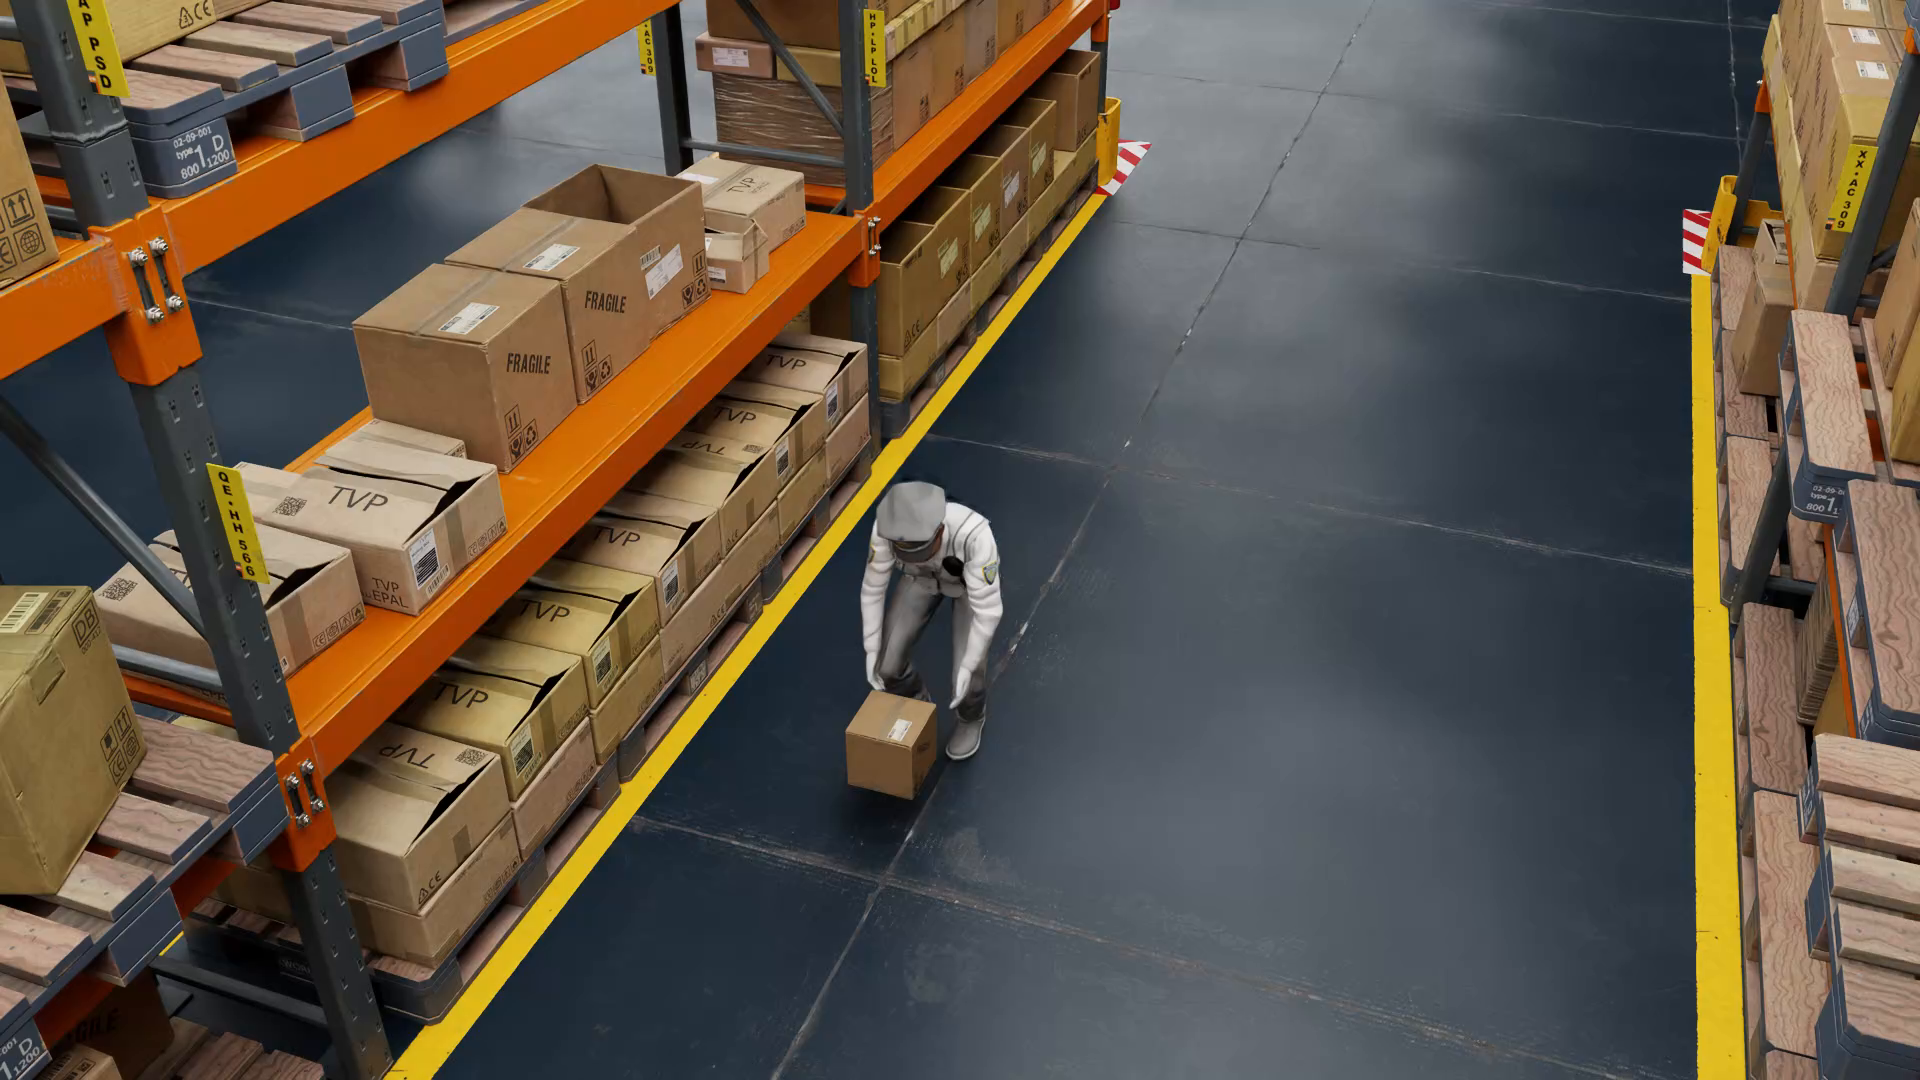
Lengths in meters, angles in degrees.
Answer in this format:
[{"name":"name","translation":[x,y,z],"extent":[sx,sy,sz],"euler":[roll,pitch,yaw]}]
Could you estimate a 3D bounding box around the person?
[{"name":"person","translation":[-0.075,0.264,6.083],"extent":[0.534,1.294,0.749],"euler":[12,35,17]}]
